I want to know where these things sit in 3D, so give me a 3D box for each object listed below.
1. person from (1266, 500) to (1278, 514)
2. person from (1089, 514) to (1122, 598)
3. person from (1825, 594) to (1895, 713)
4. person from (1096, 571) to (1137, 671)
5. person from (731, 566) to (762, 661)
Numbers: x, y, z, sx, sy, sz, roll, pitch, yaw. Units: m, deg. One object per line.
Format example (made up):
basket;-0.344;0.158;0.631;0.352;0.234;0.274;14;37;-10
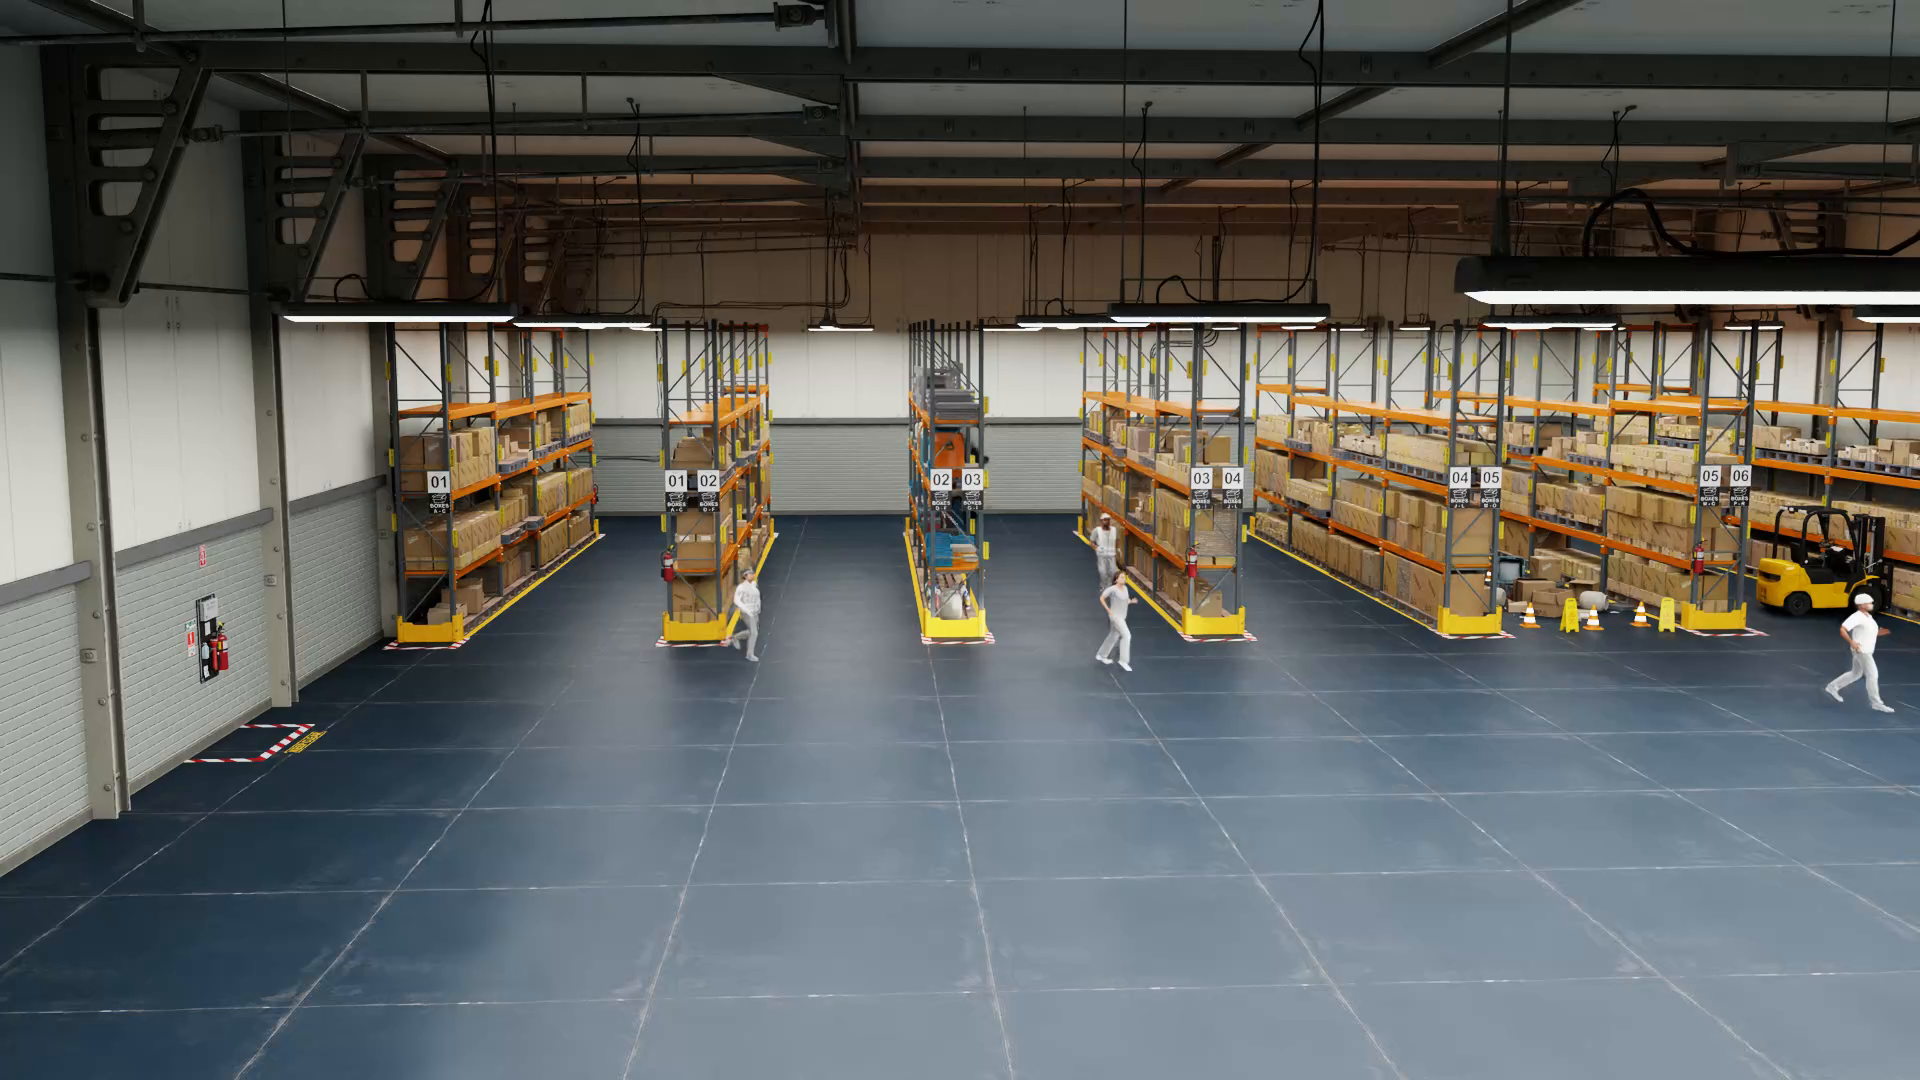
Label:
person;9.339;-1.135;49.159;0.592;1.589;0.677;2;7;15
person;3.024;0.329;34.390;0.685;1.749;0.539;-1;7;-10
person;13.762;1.693;25.360;0.989;1.754;0.700;5;9;37
person;2.700;1.377;28.635;0.762;1.731;0.539;5;8;33
person;-3.806;1.280;29.439;0.622;1.685;0.642;4;8;30
